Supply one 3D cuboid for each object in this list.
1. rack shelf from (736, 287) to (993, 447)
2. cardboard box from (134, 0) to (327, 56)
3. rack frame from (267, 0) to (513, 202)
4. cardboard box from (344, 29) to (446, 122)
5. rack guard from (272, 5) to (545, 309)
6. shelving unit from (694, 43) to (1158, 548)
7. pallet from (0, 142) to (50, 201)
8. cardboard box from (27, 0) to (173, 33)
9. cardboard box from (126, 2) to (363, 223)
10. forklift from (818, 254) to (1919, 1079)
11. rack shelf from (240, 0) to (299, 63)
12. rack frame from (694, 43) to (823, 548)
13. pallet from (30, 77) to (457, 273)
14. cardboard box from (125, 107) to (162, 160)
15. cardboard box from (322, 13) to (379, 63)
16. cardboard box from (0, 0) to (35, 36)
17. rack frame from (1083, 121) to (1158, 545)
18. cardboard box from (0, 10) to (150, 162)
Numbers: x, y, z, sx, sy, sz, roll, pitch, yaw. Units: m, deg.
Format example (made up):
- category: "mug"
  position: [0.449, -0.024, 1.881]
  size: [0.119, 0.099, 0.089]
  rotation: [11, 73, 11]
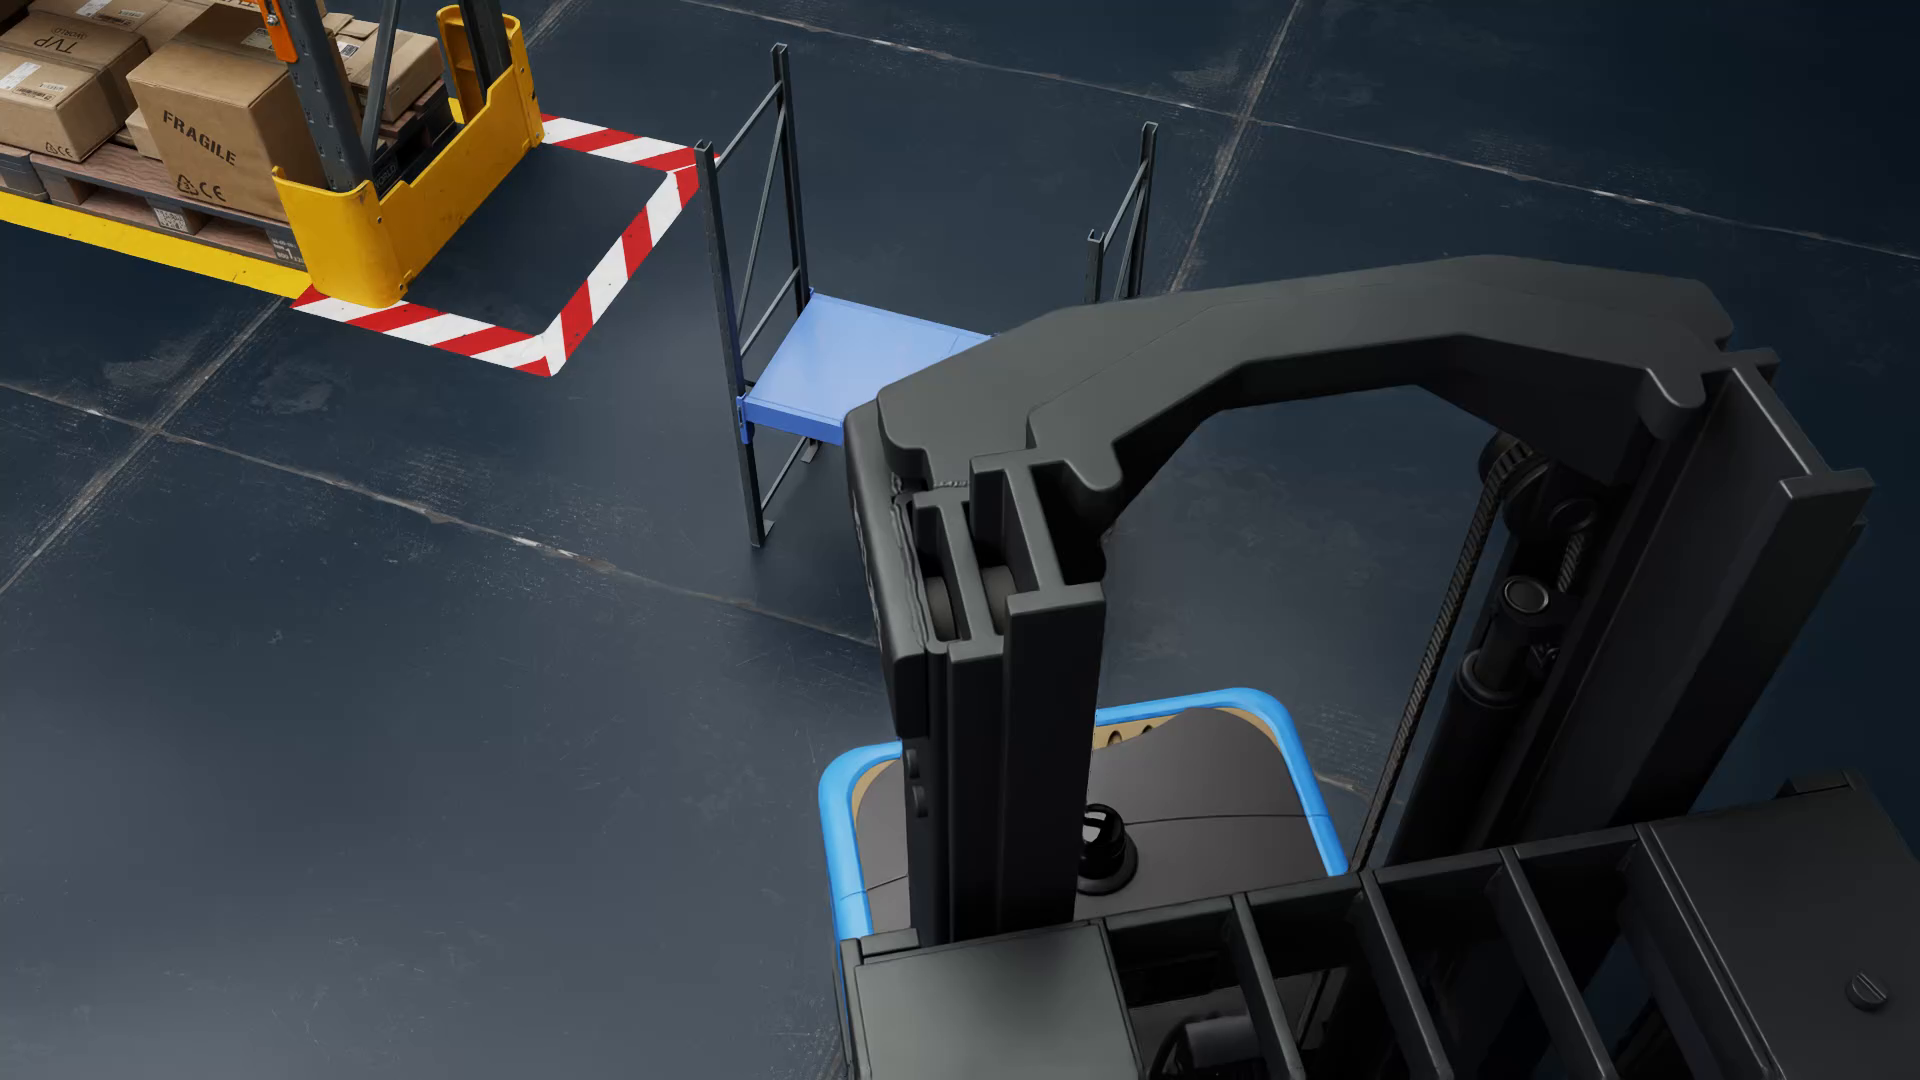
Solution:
- category: "rack shelf"
  position: [-0.080, -0.396, 4.839]
  size: [1.000, 0.185, 0.538]
  rotation: [16, 51, 13]
- category: "cardboard box"
  position: [-2.815, -1.955, 6.488]
  size: [0.500, 0.250, 0.500]
  rotation: [16, 51, 13]
- category: "rack frame"
  position: [-1.935, -2.237, 5.204]
  size: [0.127, 3.000, 1.000]
  rotation: [16, 51, 13]
- category: "cardboard box"
  position: [-2.208, -1.801, 6.421]
  size: [0.250, 0.149, 0.380]
  rotation: [16, 51, 13]
- category: "rack guard"
  position: [-2.006, -1.439, 6.166]
  size: [0.348, 0.500, 1.175]
  rotation: [16, 51, 13]
- category: "shelving unit"
  position: [-0.080, -0.514, 4.703]
  size: [1.048, 1.500, 0.538]
  rotation: [16, 51, 13]
- category: "pallet"
  position: [-3.895, -1.873, 6.734]
  size: [1.213, 0.211, 1.003]
  rotation: [16, 51, 13]
- category: "cardboard box"
  position: [-3.284, -2.086, 6.602]
  size: [0.500, 0.250, 0.500]
  rotation: [16, 51, 13]
- category: "cardboard box"
  position: [-2.530, -1.531, 5.955]
  size: [0.500, 0.500, 0.500]
  rotation: [16, 51, 13]
- category: "forklift"
  position: [0.471, 1.213, 2.259]
  size: [1.130, 2.935, 3.031]
  rotation: [-8, 50, -7]
- category: "rack shelf"
  position: [-3.811, -2.526, 5.930]
  size: [4.000, 0.370, 1.077]
  rotation: [16, 51, 13]
- category: "rack frame"
  position: [-0.557, -0.647, 4.818]
  size: [0.032, 1.500, 0.500]
  rotation: [16, 51, 13]
- category: "pallet"
  position: [-2.754, -1.552, 6.456]
  size: [1.213, 0.211, 1.003]
  rotation: [16, 51, 13]
- category: "cardboard box"
  position: [-2.879, -1.591, 6.228]
  size: [0.250, 0.166, 0.380]
  rotation: [16, 51, 13]
- category: "cardboard box"
  position: [-2.443, -1.872, 6.472]
  size: [0.250, 0.166, 0.380]
  rotation: [16, 51, 13]
- category: "cardboard box"
  position: [-3.923, -2.123, 6.466]
  size: [0.637, 0.503, 0.797]
  rotation: [16, 51, 13]
- category: "rack frame"
  position: [0.397, -0.380, 4.587]
  size: [0.032, 1.500, 0.500]
  rotation: [16, 51, 13]
- category: "cardboard box"
  position: [-3.411, -1.719, 6.283]
  size: [0.500, 0.250, 0.500]
  rotation: [16, 51, 13]
